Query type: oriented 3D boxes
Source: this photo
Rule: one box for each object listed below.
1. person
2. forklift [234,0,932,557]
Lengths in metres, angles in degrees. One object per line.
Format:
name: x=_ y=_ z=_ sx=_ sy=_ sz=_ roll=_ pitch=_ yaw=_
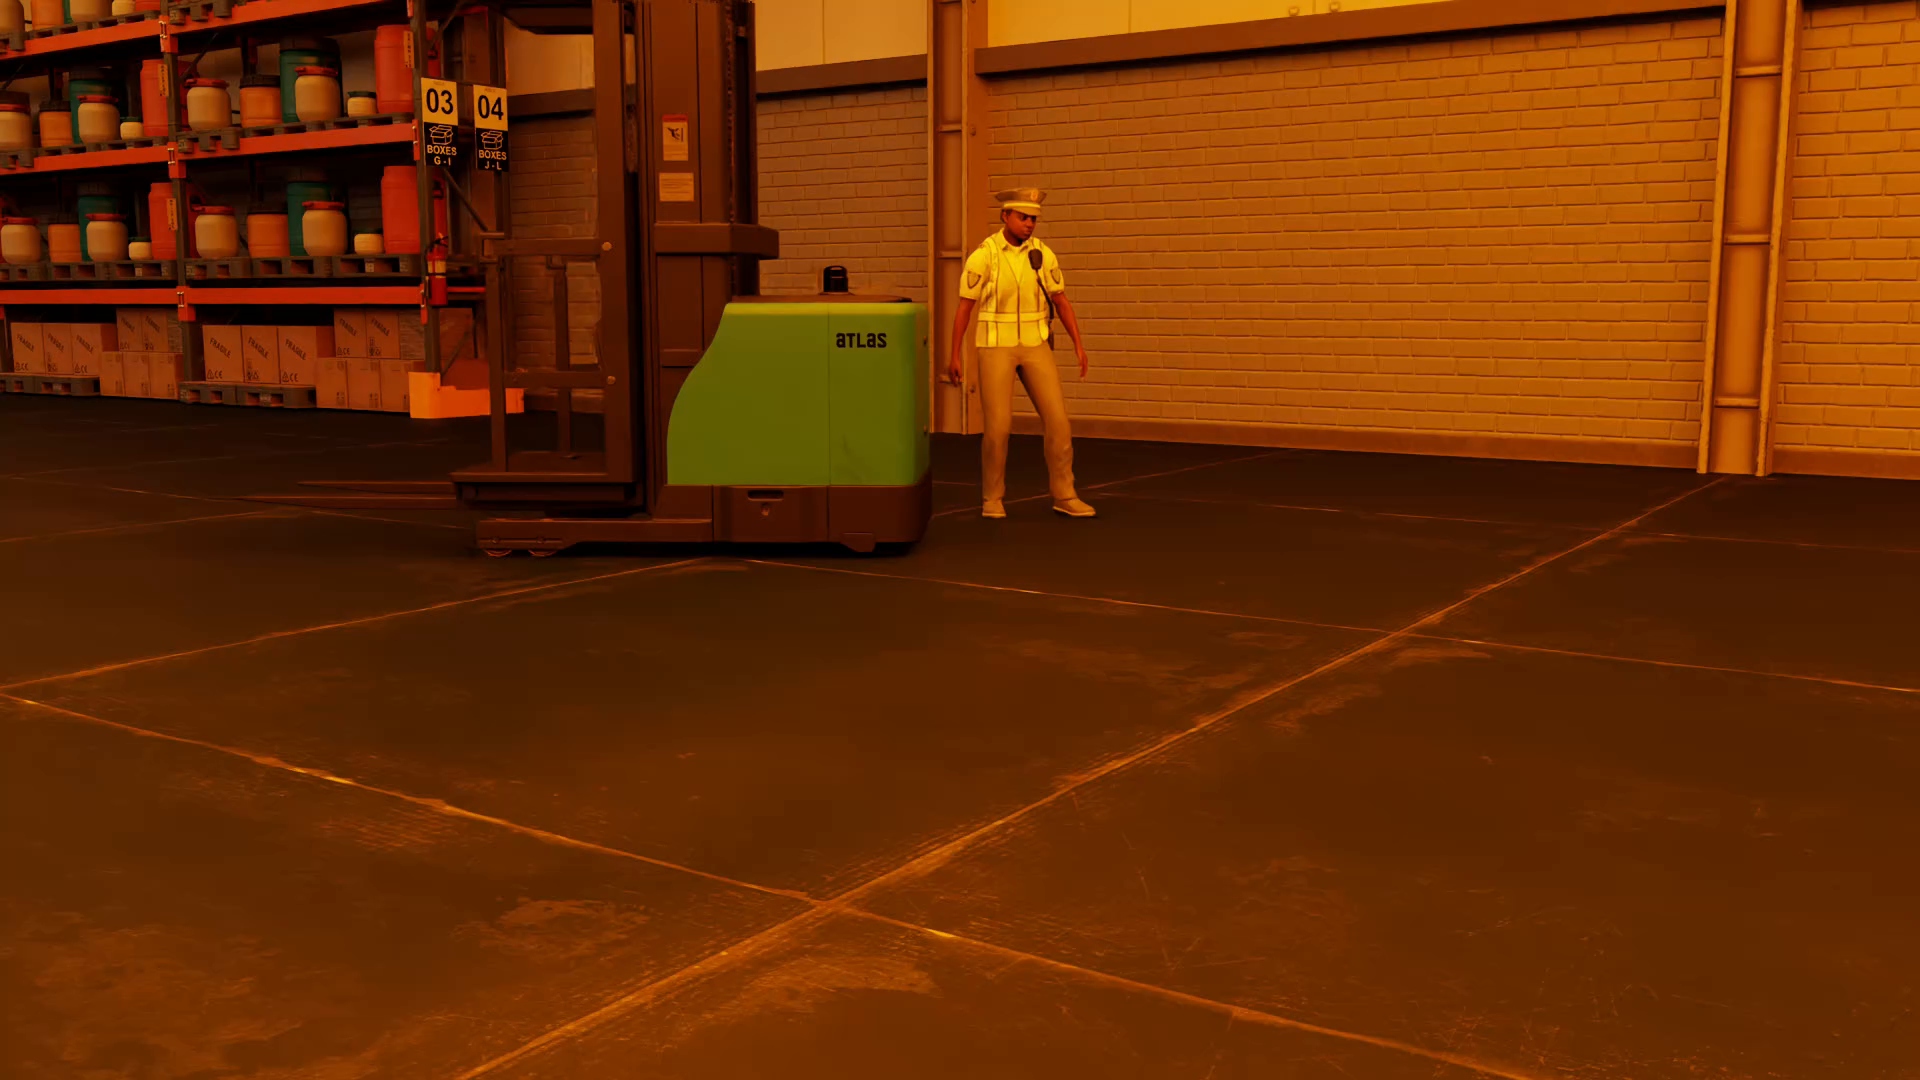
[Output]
person: x=0.306 y=-0.931 z=8.369 sx=0.727 sy=1.636 sz=0.377 roll=-2 pitch=8 yaw=-14
forklift: x=-1.667 y=-1.451 z=7.398 sx=3.031 sy=2.935 sz=1.130 roll=0 pitch=8 yaw=3
